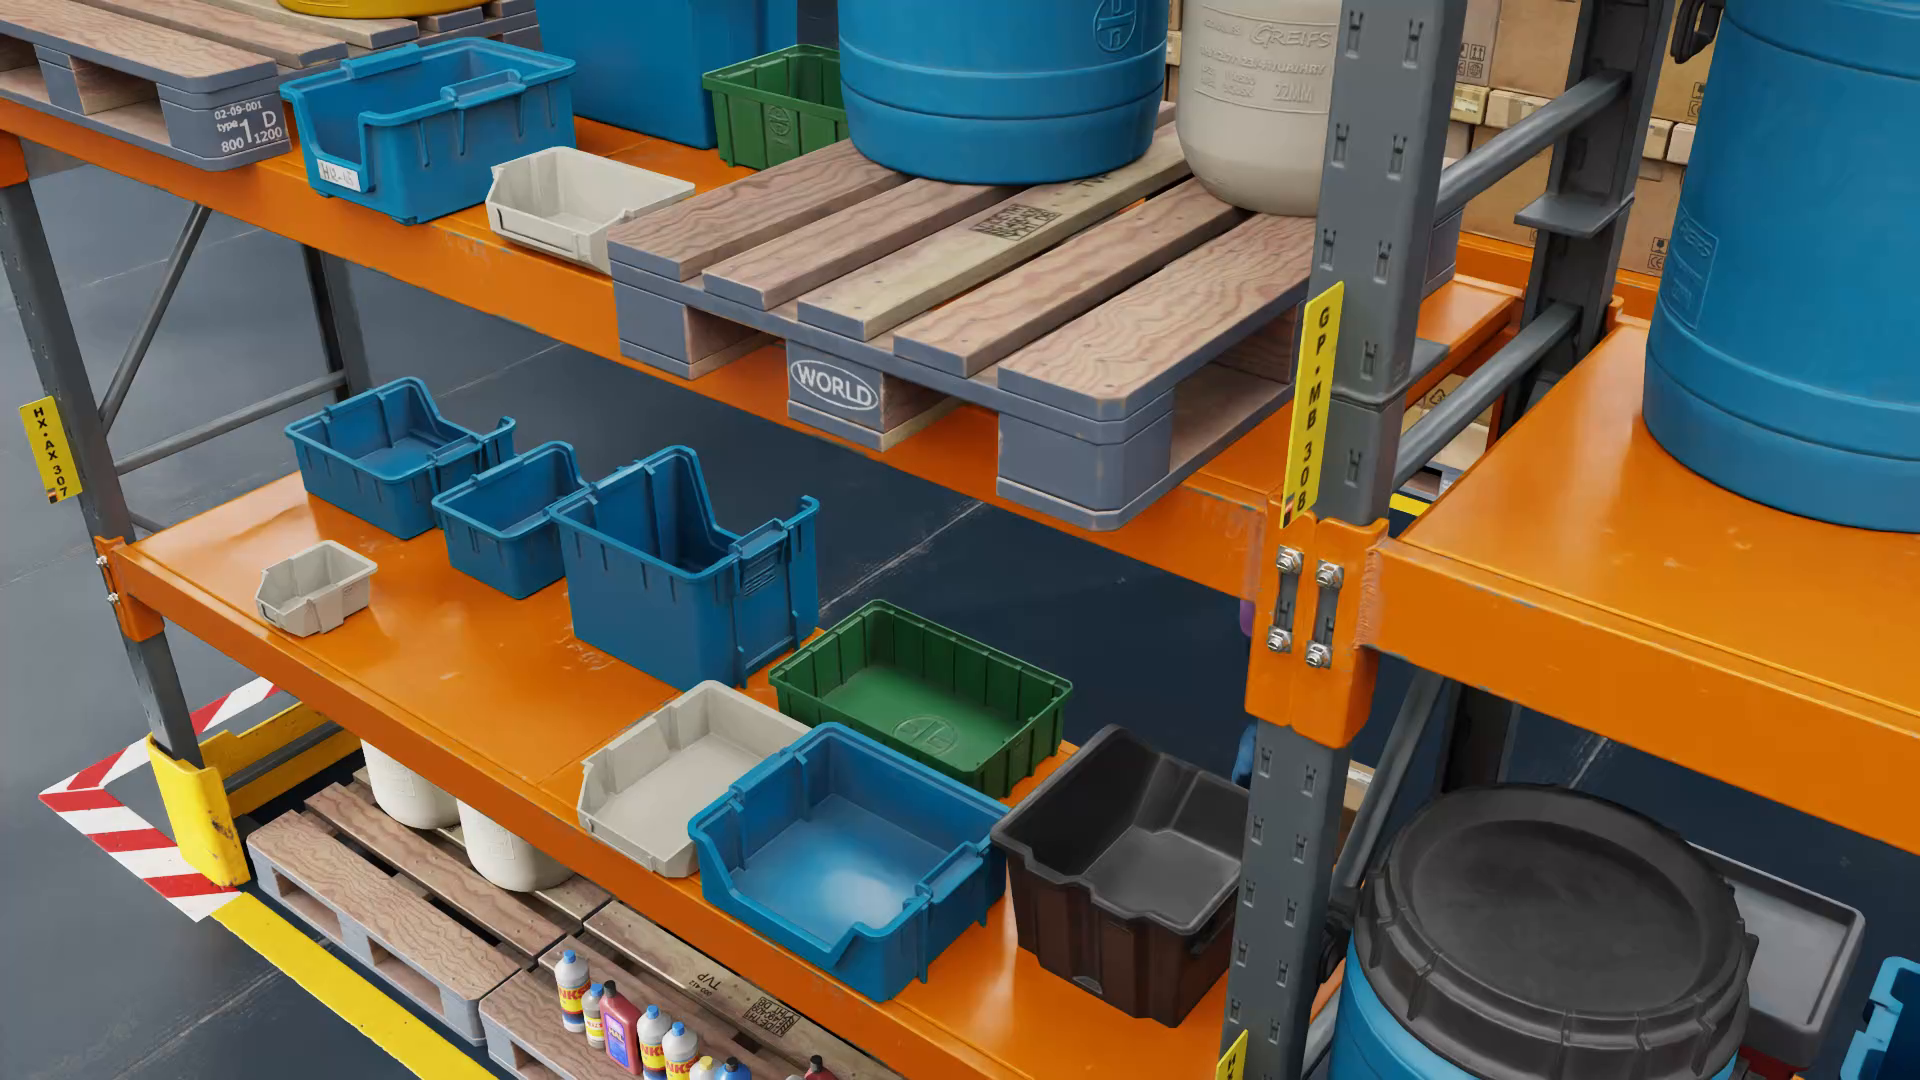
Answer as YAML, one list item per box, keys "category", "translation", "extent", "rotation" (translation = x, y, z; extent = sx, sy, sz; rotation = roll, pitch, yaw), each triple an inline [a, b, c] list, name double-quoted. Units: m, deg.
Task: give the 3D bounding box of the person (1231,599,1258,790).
- category: "person"
  translation: [1.135, 0.298, 5.653]
  extent: [0.350, 1.593, 0.468]
  rotation: [21, 37, 31]
